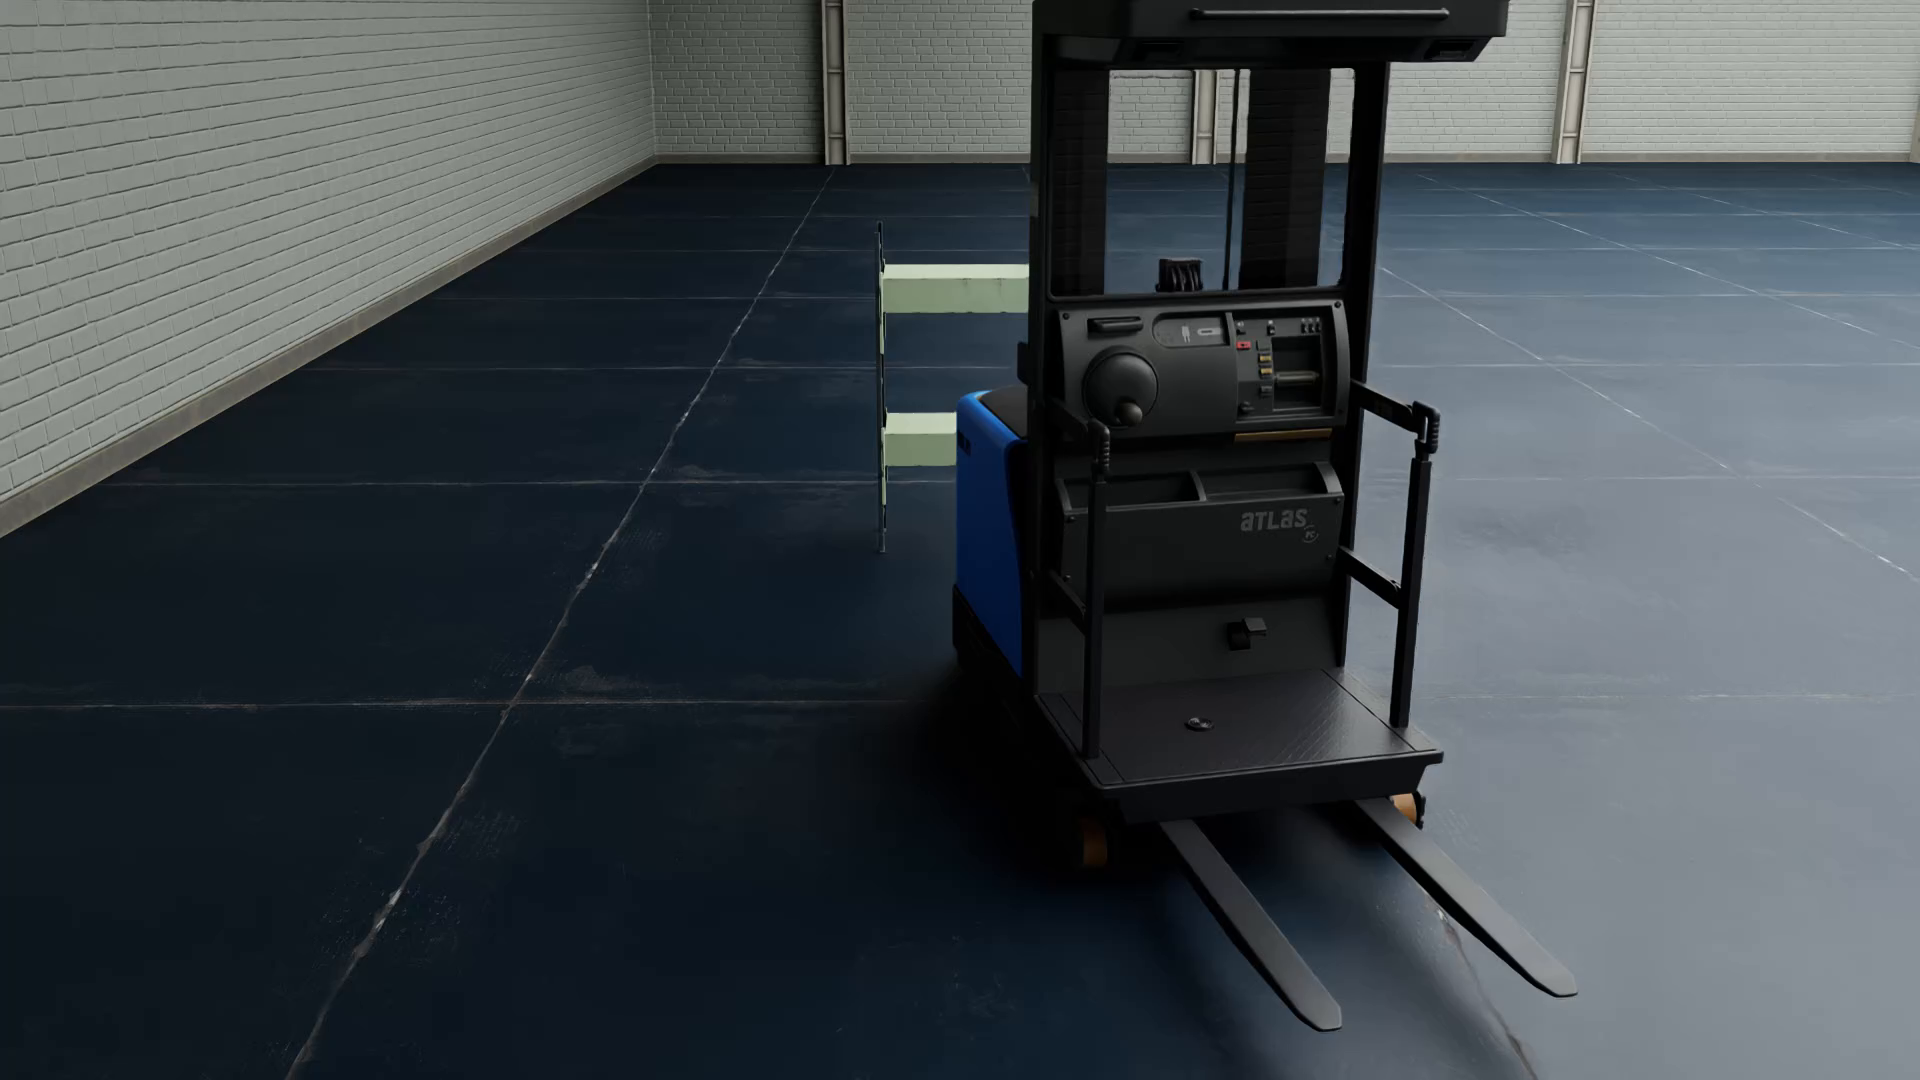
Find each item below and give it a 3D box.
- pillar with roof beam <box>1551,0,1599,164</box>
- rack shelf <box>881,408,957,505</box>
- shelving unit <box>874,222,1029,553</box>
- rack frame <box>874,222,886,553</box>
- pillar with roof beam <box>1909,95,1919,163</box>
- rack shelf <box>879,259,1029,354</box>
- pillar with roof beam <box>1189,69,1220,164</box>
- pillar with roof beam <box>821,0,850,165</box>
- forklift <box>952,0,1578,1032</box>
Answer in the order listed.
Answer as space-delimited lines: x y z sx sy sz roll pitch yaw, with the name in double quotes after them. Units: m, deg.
10.061 -9.199 21.991 0.400 9.000 9.100 0 18 -1 "pillar with roof beam"
-0.007 -0.404 7.918 0.720 0.370 0.431 0 18 -1 "rack shelf"
-0.007 -0.714 7.818 0.755 1.500 0.431 0 18 -1 "shelving unit"
-0.373 -0.712 7.813 0.023 1.500 0.400 0 18 -1 "rack frame"
16.060 -9.228 22.081 0.400 9.000 9.100 0 18 -1 "pillar with roof beam"
-0.007 -1.086 7.699 0.720 0.370 0.431 0 18 -1 "rack shelf"
4.062 -9.170 21.901 0.400 9.000 9.100 0 18 -1 "pillar with roof beam"
-1.938 -9.141 21.810 0.400 9.000 9.100 0 18 -1 "pillar with roof beam"
0.804 -0.532 4.908 1.130 2.935 3.031 -4 18 -12 "forklift"
